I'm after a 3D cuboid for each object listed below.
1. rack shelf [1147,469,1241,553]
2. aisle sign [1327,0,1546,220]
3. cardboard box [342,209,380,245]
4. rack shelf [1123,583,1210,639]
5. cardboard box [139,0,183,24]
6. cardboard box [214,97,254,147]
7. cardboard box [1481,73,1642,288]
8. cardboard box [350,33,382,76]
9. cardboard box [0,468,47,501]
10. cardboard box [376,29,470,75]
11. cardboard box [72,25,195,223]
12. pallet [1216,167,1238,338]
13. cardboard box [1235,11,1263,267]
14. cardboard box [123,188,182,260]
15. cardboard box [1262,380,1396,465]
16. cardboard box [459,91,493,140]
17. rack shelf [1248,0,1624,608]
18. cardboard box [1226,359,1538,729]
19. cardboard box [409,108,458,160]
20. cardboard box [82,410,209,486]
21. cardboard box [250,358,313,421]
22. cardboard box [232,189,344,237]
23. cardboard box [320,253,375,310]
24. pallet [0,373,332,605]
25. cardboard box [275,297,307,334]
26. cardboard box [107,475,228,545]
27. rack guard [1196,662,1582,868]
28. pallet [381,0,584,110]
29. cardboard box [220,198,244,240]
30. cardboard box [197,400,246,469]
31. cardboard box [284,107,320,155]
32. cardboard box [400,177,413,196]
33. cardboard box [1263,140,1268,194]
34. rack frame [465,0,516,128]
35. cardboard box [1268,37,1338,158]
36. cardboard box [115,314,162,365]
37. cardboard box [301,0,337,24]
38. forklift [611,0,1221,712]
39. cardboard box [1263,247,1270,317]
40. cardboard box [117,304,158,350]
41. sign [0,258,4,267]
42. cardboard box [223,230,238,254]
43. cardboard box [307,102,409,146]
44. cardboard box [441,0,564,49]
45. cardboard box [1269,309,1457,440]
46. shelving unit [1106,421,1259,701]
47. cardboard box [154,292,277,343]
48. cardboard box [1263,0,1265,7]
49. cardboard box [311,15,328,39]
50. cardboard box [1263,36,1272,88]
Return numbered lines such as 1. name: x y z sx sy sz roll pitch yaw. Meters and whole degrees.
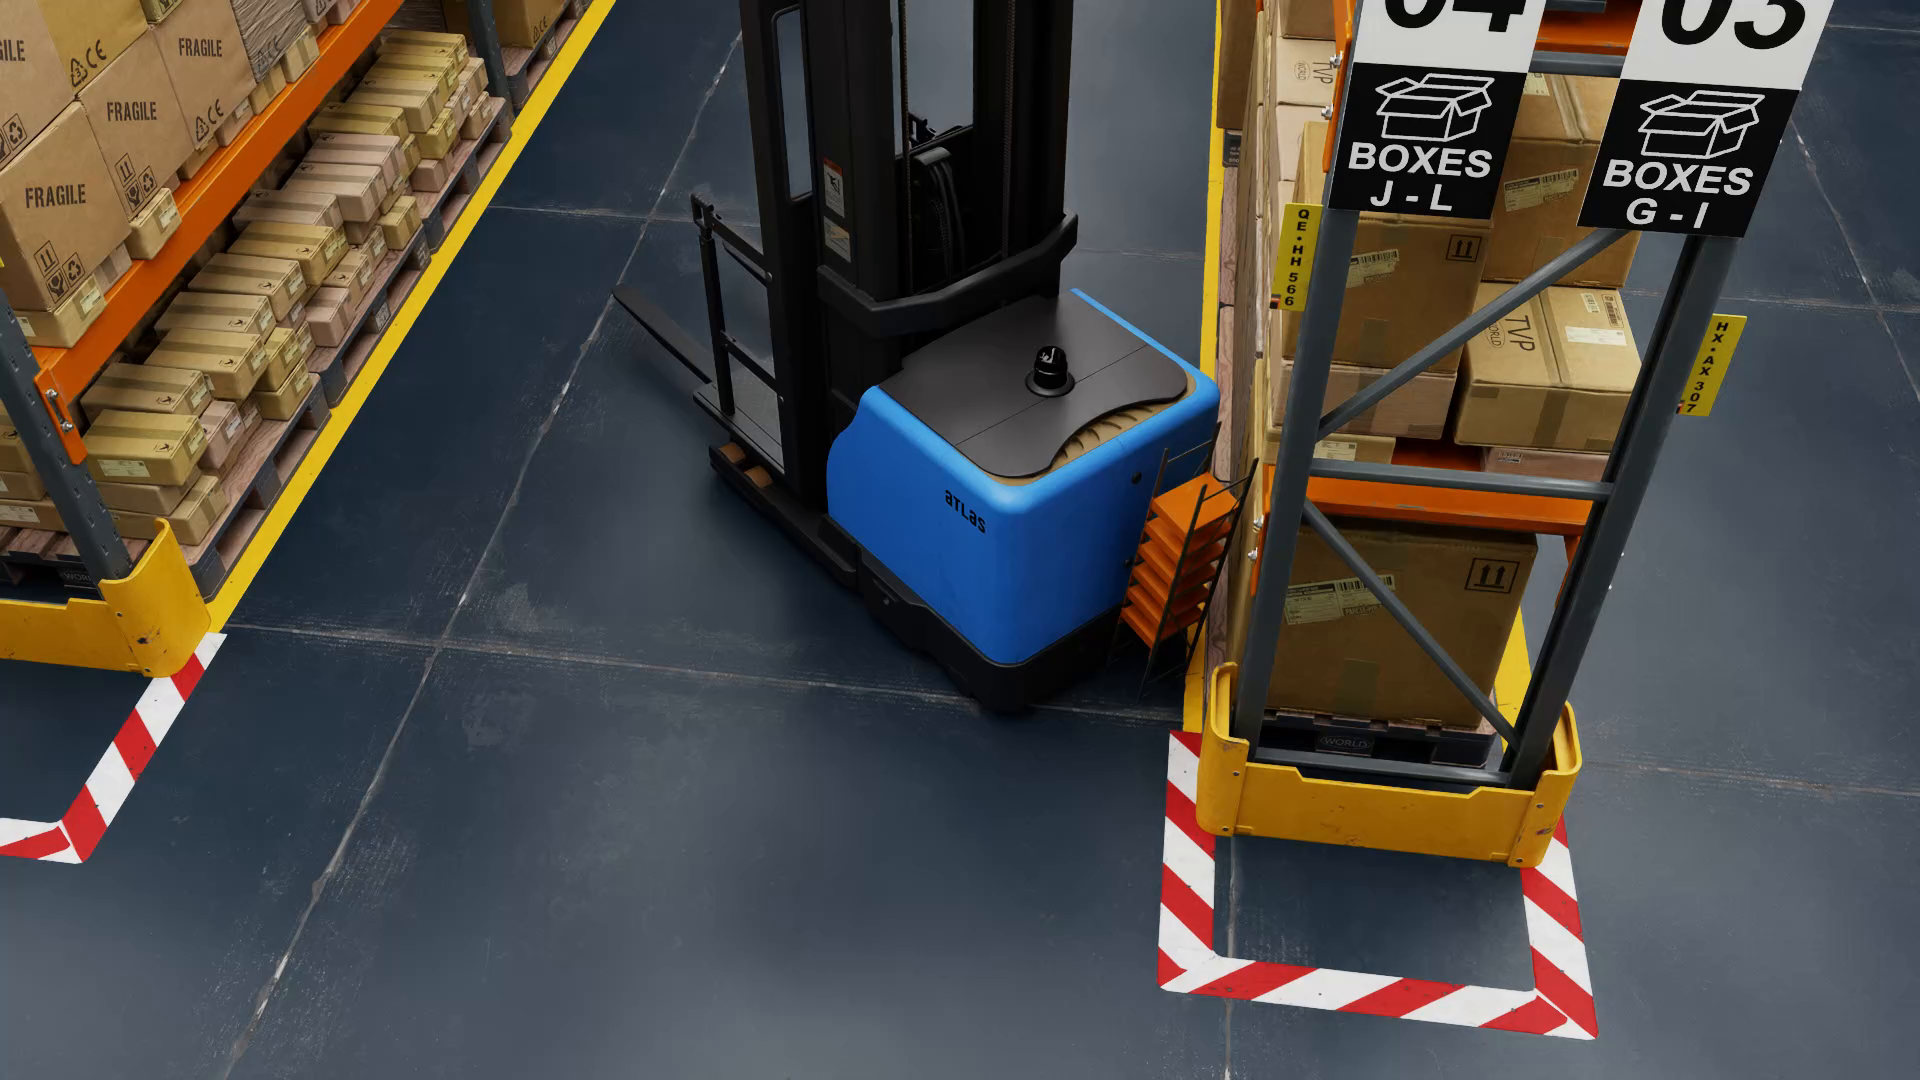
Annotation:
1. rack shelf: 0.778 -0.097 5.514 0.258 0.103 0.180 -26 58 -25
2. aisle sign: 1.105 -1.090 3.828 0.394 0.787 0.004 5 44 6
3. cardboard box: -2.930 -1.507 7.712 0.380 0.149 0.250 3 44 4
4. rack shelf: 0.736 0.207 5.883 0.258 0.103 0.180 -26 58 -25
5. cardboard box: -3.017 -2.173 5.847 0.500 0.500 0.500 4 44 5
6. cardboard box: -3.023 -1.680 6.525 0.380 0.149 0.250 4 44 5
7. cardboard box: 1.809 -1.137 5.116 0.500 0.500 0.500 4 44 4
8. cardboard box: -3.213 -2.531 8.576 0.380 0.149 0.250 7 44 7
9. cardboard box: -3.704 -0.298 6.435 0.380 0.149 0.250 4 44 4
10. cardboard box: -2.751 -2.480 8.523 0.380 0.149 0.250 6 44 7
11. cardboard box: -3.112 -1.479 5.842 0.500 0.500 0.500 5 44 6
12. pallet: 1.763 -1.370 8.043 1.003 0.211 1.213 5 44 6
13. cardboard box: 1.774 -1.832 7.743 0.875 0.875 0.875 5 44 6
14. cardboard box: -3.042 -1.143 5.958 0.380 0.149 0.250 4 44 4
15. cardboard box: 1.133 -0.349 5.119 0.380 0.149 0.250 6 44 6
16. cardboard box: -2.676 -2.232 8.694 0.380 0.149 0.250 6 44 6
17. rack shelf: 1.676 -1.269 6.432 1.077 0.370 4.000 5 44 6
18. cardboard box: 1.417 0.008 5.800 0.875 0.875 0.875 5 44 6
19. cardboard box: -2.730 -2.025 8.259 0.380 0.149 0.250 4 44 4
20. cardboard box: -3.085 -0.347 6.270 0.380 0.149 0.250 3 44 4
21. cardboard box: -2.983 -0.652 7.025 0.380 0.149 0.250 6 44 6
22. cardboard box: -2.992 -1.425 7.409 0.380 0.149 0.250 5 44 6
23. cardboard box: -2.913 -1.188 7.591 0.380 0.149 0.250 5 44 6
24. pallet: -3.339 -0.277 6.889 1.003 0.211 1.213 5 44 6
25. cardboard box: -3.048 -0.957 7.131 0.380 0.149 0.250 3 44 3
26. cardboard box: -3.105 -0.132 6.476 0.380 0.149 0.250 6 44 6
27. rack guard: 1.409 0.757 5.587 1.175 0.500 0.348 5 44 6
28. pallet: -2.861 -2.931 9.692 1.003 0.211 1.213 5 44 6
29. cardboard box: -3.445 -1.468 7.454 0.380 0.149 0.250 5 44 6
30. cardboard box: -3.075 -0.428 6.572 0.380 0.149 0.250 5 44 5
31. cardboard box: -3.305 -1.992 8.007 0.380 0.149 0.250 4 44 4
32. cardboard box: -2.920 -1.708 8.141 0.380 0.149 0.250 4 44 4
33. cardboard box: 1.335 -1.391 6.220 0.380 0.149 0.250 6 44 6
34. rack frame: -2.962 -3.413 8.173 1.000 3.000 0.127 5 44 6
35. cardboard box: 1.412 -1.623 6.175 0.500 0.250 0.500 5 44 6
36. cardboard box: -3.500 -0.826 6.993 0.380 0.149 0.250 5 44 5
37. cardboard box: -2.883 -2.510 6.930 0.500 0.500 0.500 5 44 5
38. forklift: -0.394 -1.398 6.095 1.130 2.935 3.031 -29 51 -27
39. cardboard box: 1.234 -0.868 5.668 0.380 0.149 0.250 6 44 6
40. cardboard box: -3.577 -0.929 6.885 0.380 0.149 0.250 4 44 4
41. sign: -2.953 -0.952 4.944 0.100 0.325 0.005 5 44 6
42. cardboard box: -3.520 -1.370 7.567 0.380 0.149 0.250 6 44 6
43. cardboard box: -2.883 -1.963 7.976 0.380 0.149 0.250 7 44 7
44. cardboard box: -2.602 -3.137 9.394 0.500 0.500 0.500 7 44 7
45. cardboard box: 1.213 -0.575 5.069 0.500 0.250 0.500 5 44 5
46. shelving unit: 0.751 0.103 5.757 0.258 1.200 0.189 -26 58 -25
47. cardboard box: -3.057 -0.882 6.835 0.380 0.149 0.250 3 44 3
48. cardboard box: 1.537 -2.452 7.340 0.380 0.149 0.250 4 44 4
49. cardboard box: -2.940 -2.214 7.089 0.380 0.149 0.250 5 44 5
50. cardboard box: 1.436 -1.919 6.777 0.380 0.149 0.250 5 44 5
